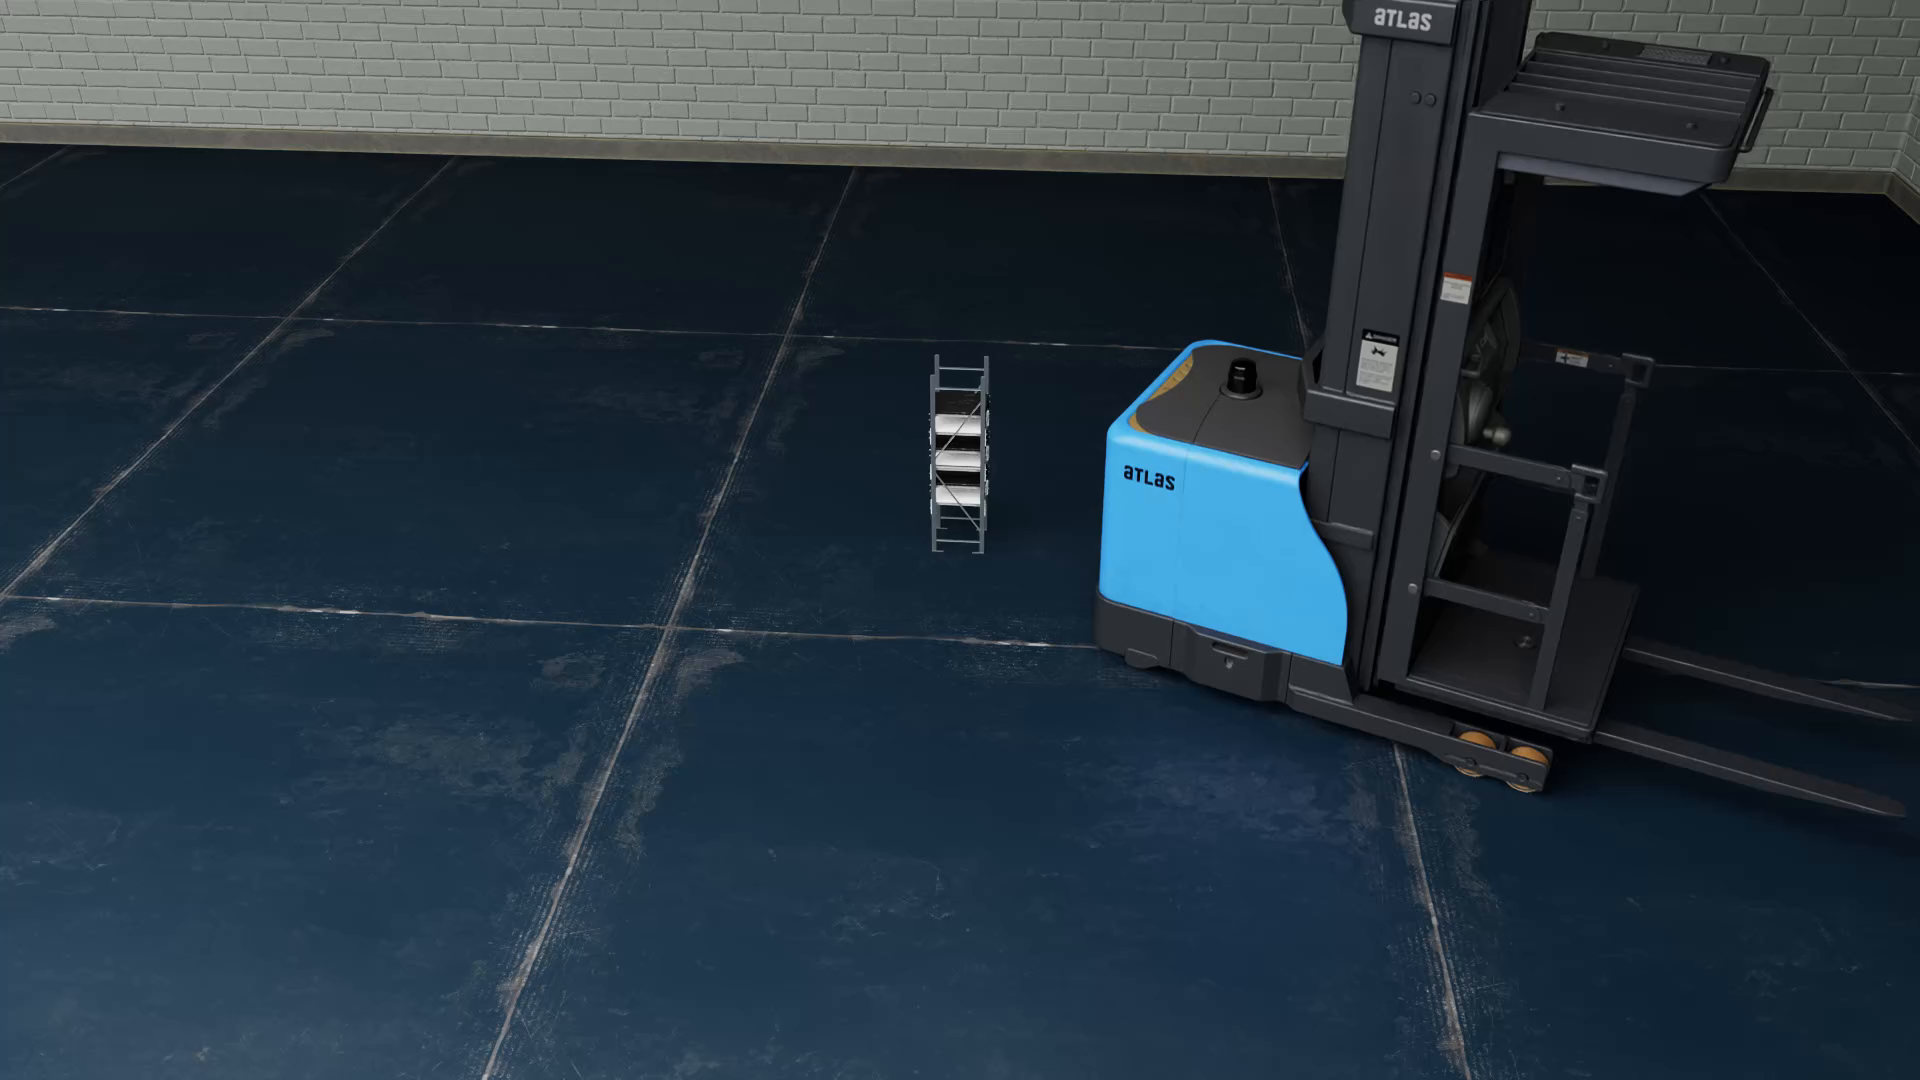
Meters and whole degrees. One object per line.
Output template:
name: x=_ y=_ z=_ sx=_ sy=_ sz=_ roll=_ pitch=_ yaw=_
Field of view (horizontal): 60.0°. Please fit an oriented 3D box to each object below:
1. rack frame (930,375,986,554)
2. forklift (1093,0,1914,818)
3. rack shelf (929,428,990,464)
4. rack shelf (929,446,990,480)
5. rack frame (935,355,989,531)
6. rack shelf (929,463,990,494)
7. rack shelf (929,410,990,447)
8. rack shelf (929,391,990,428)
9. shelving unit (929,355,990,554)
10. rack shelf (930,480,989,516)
rack frame: x=-0.009 y=-0.326 z=7.421 sx=0.240 sy=0.900 sz=0.006 roll=2 pitch=32 yaw=4
forklift: x=2.101 y=-0.624 z=5.970 sx=3.031 sy=2.935 sz=1.130 roll=16 pitch=35 yaw=24
rack shelf: x=-0.001 y=-0.427 z=7.477 sx=0.258 sy=0.077 sz=0.200 roll=2 pitch=32 yaw=4
rack shelf: x=-0.001 y=-0.350 z=7.524 sx=0.258 sy=0.077 sz=0.200 roll=2 pitch=32 yaw=4
rack frame: x=0.008 y=-0.432 z=7.593 sx=0.240 sy=0.900 sz=0.006 roll=2 pitch=32 yaw=4
rack shelf: x=-0.001 y=-0.274 z=7.572 sx=0.258 sy=0.077 sz=0.200 roll=2 pitch=32 yaw=4
rack shelf: x=-0.001 y=-0.504 z=7.430 sx=0.258 sy=0.077 sz=0.200 roll=2 pitch=32 yaw=4
rack shelf: x=-0.001 y=-0.580 z=7.383 sx=0.258 sy=0.077 sz=0.200 roll=2 pitch=32 yaw=4
shelving unit: x=-0.001 y=-0.379 z=7.507 sx=0.258 sy=0.900 sz=0.210 roll=2 pitch=32 yaw=4
rack shelf: x=-0.001 y=-0.197 z=7.619 sx=0.258 sy=0.077 sz=0.200 roll=2 pitch=32 yaw=4
